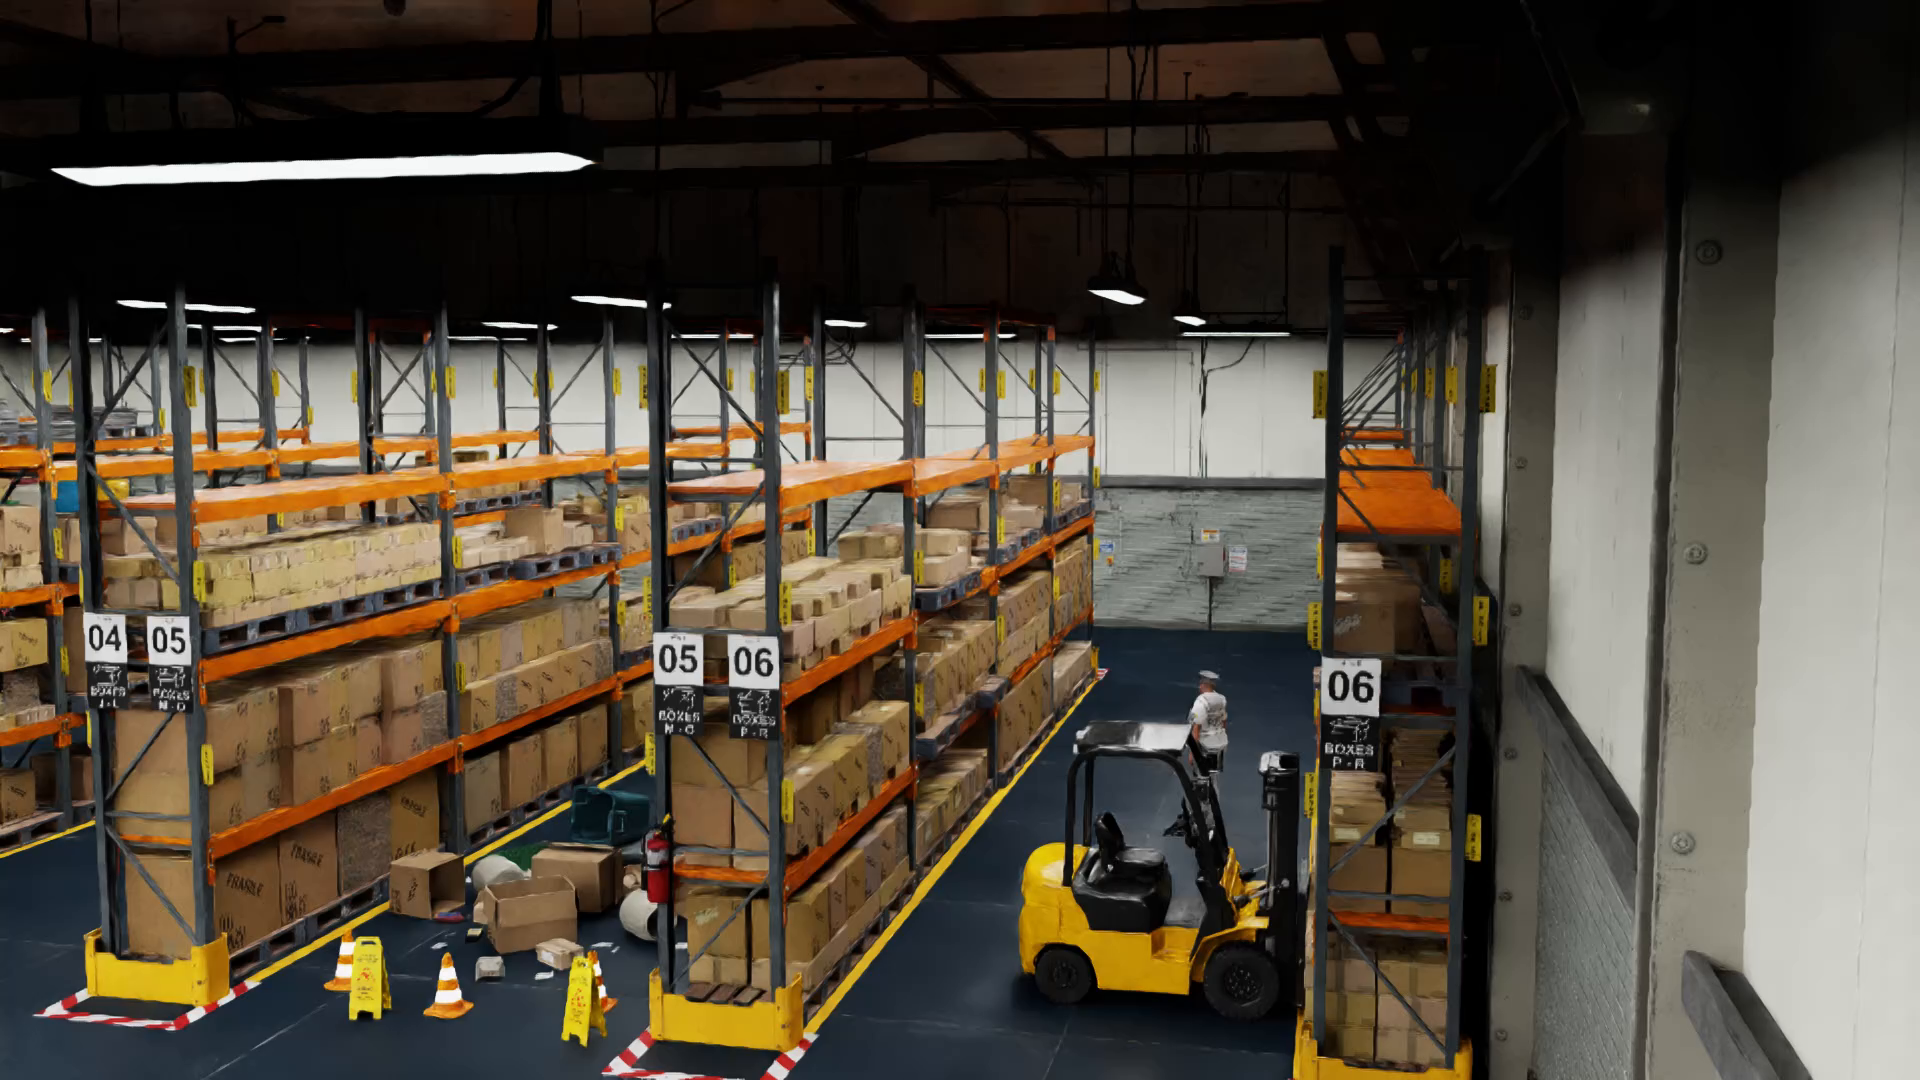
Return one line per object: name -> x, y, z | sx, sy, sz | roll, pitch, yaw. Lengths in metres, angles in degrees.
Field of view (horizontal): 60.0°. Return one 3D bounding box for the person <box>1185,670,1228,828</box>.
person -> 2.805, 2.360, 19.015 | 0.593, 1.745, 0.652 | 5, 7, 38
